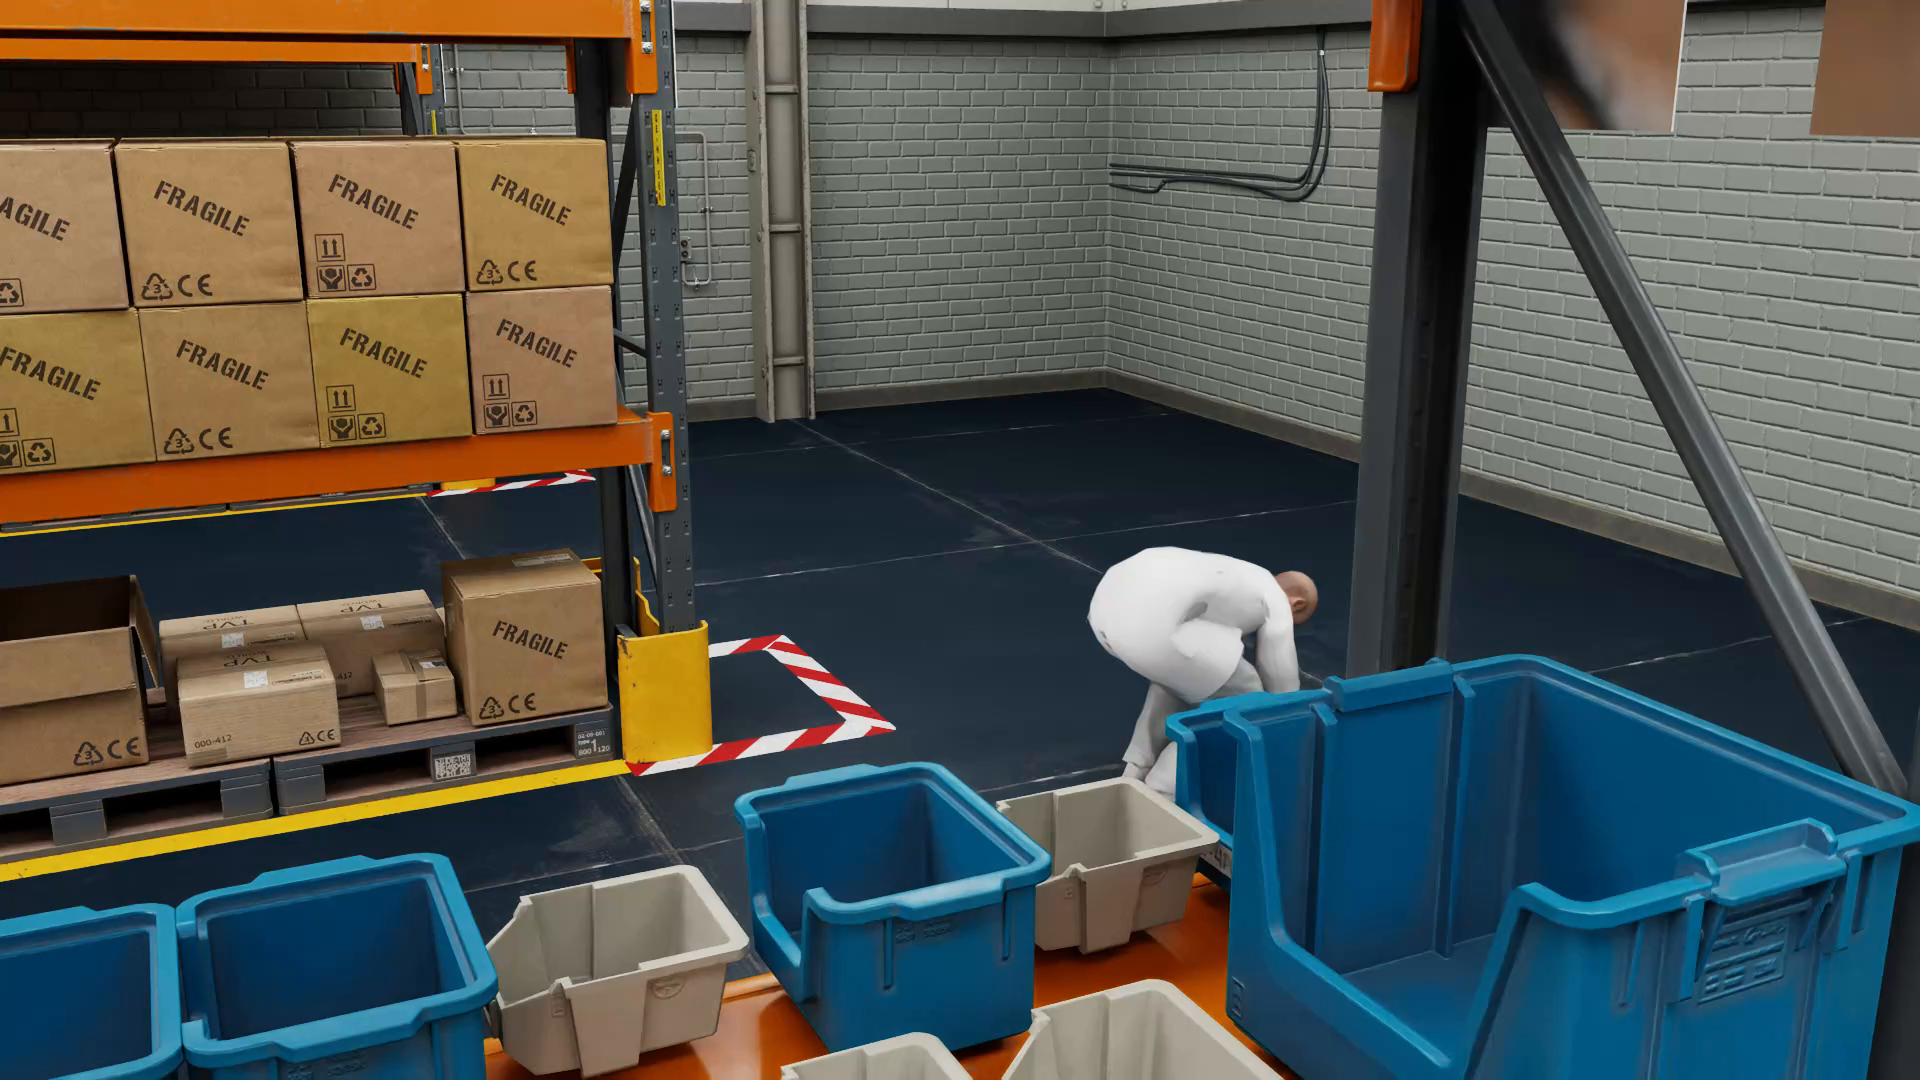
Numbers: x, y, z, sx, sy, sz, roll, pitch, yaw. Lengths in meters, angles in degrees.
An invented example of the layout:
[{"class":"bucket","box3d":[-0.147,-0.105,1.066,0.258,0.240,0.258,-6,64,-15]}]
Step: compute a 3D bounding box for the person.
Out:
[{"class":"person","box3d":[0.897,0.463,5.985,0.948,0.934,0.587,-8,17,-27]}]
